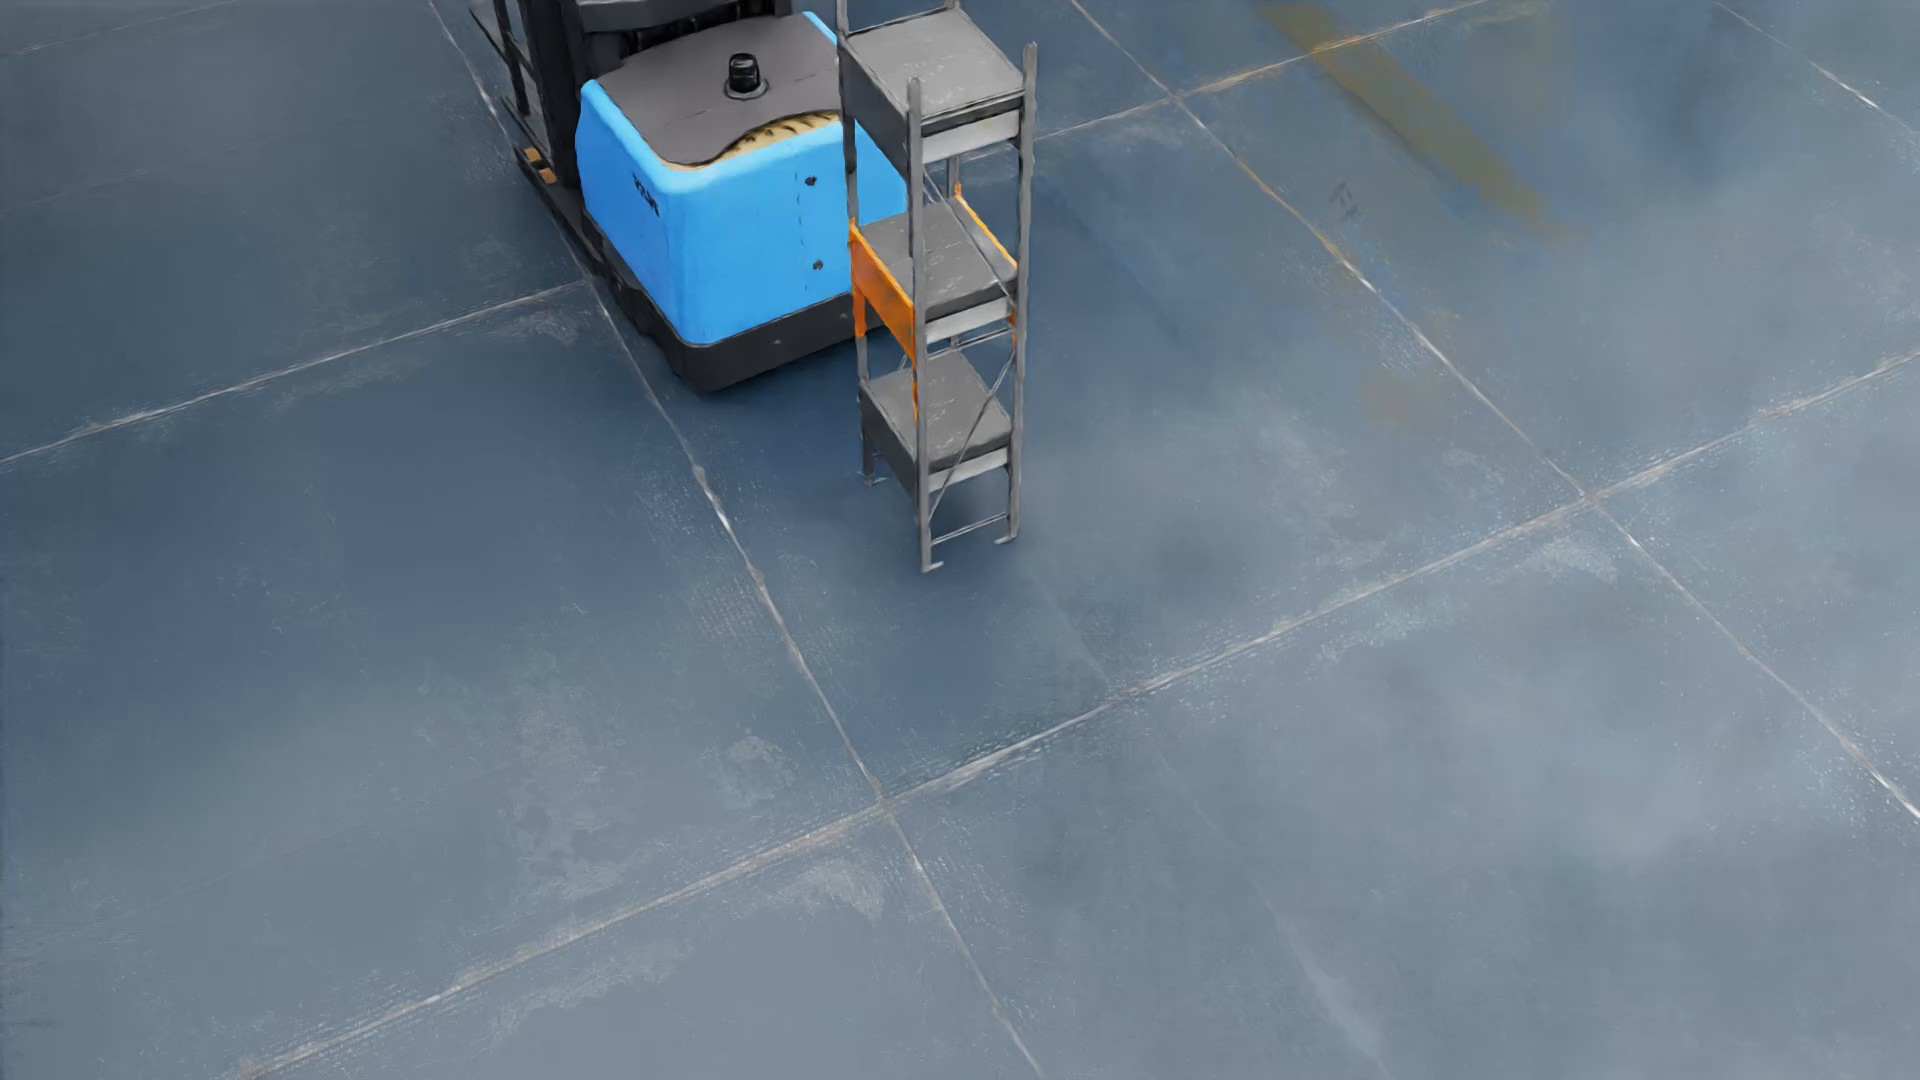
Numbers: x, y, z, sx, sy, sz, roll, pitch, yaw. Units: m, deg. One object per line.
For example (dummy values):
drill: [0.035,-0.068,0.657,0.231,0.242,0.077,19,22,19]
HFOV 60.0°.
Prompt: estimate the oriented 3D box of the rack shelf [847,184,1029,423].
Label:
rack shelf: [-0.076,-0.793,5.567,0.431,0.518,0.480,-21,52,-18]

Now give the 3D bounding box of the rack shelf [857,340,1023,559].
rack shelf: [-0.076,-0.332,6.094,0.431,0.518,0.480,-21,52,-18]

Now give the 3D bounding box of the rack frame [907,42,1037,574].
rack frame: [0.036,-0.639,5.414,0.400,2.100,0.015,-21,52,-18]

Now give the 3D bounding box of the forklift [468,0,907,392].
forklift: [-1.387,-2.662,6.631,1.130,2.935,3.031,-24,53,-20]

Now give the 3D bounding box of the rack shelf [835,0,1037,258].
rack shelf: [-0.076,-1.254,5.040,0.431,0.518,0.480,-21,52,-18]

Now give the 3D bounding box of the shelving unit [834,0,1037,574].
shelving unit: [-0.076,-0.802,5.557,0.431,2.100,0.503,-21,52,-18]

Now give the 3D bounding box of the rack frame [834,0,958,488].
rack frame: [-0.187,-0.965,5.699,0.400,2.100,0.015,-21,52,-18]
